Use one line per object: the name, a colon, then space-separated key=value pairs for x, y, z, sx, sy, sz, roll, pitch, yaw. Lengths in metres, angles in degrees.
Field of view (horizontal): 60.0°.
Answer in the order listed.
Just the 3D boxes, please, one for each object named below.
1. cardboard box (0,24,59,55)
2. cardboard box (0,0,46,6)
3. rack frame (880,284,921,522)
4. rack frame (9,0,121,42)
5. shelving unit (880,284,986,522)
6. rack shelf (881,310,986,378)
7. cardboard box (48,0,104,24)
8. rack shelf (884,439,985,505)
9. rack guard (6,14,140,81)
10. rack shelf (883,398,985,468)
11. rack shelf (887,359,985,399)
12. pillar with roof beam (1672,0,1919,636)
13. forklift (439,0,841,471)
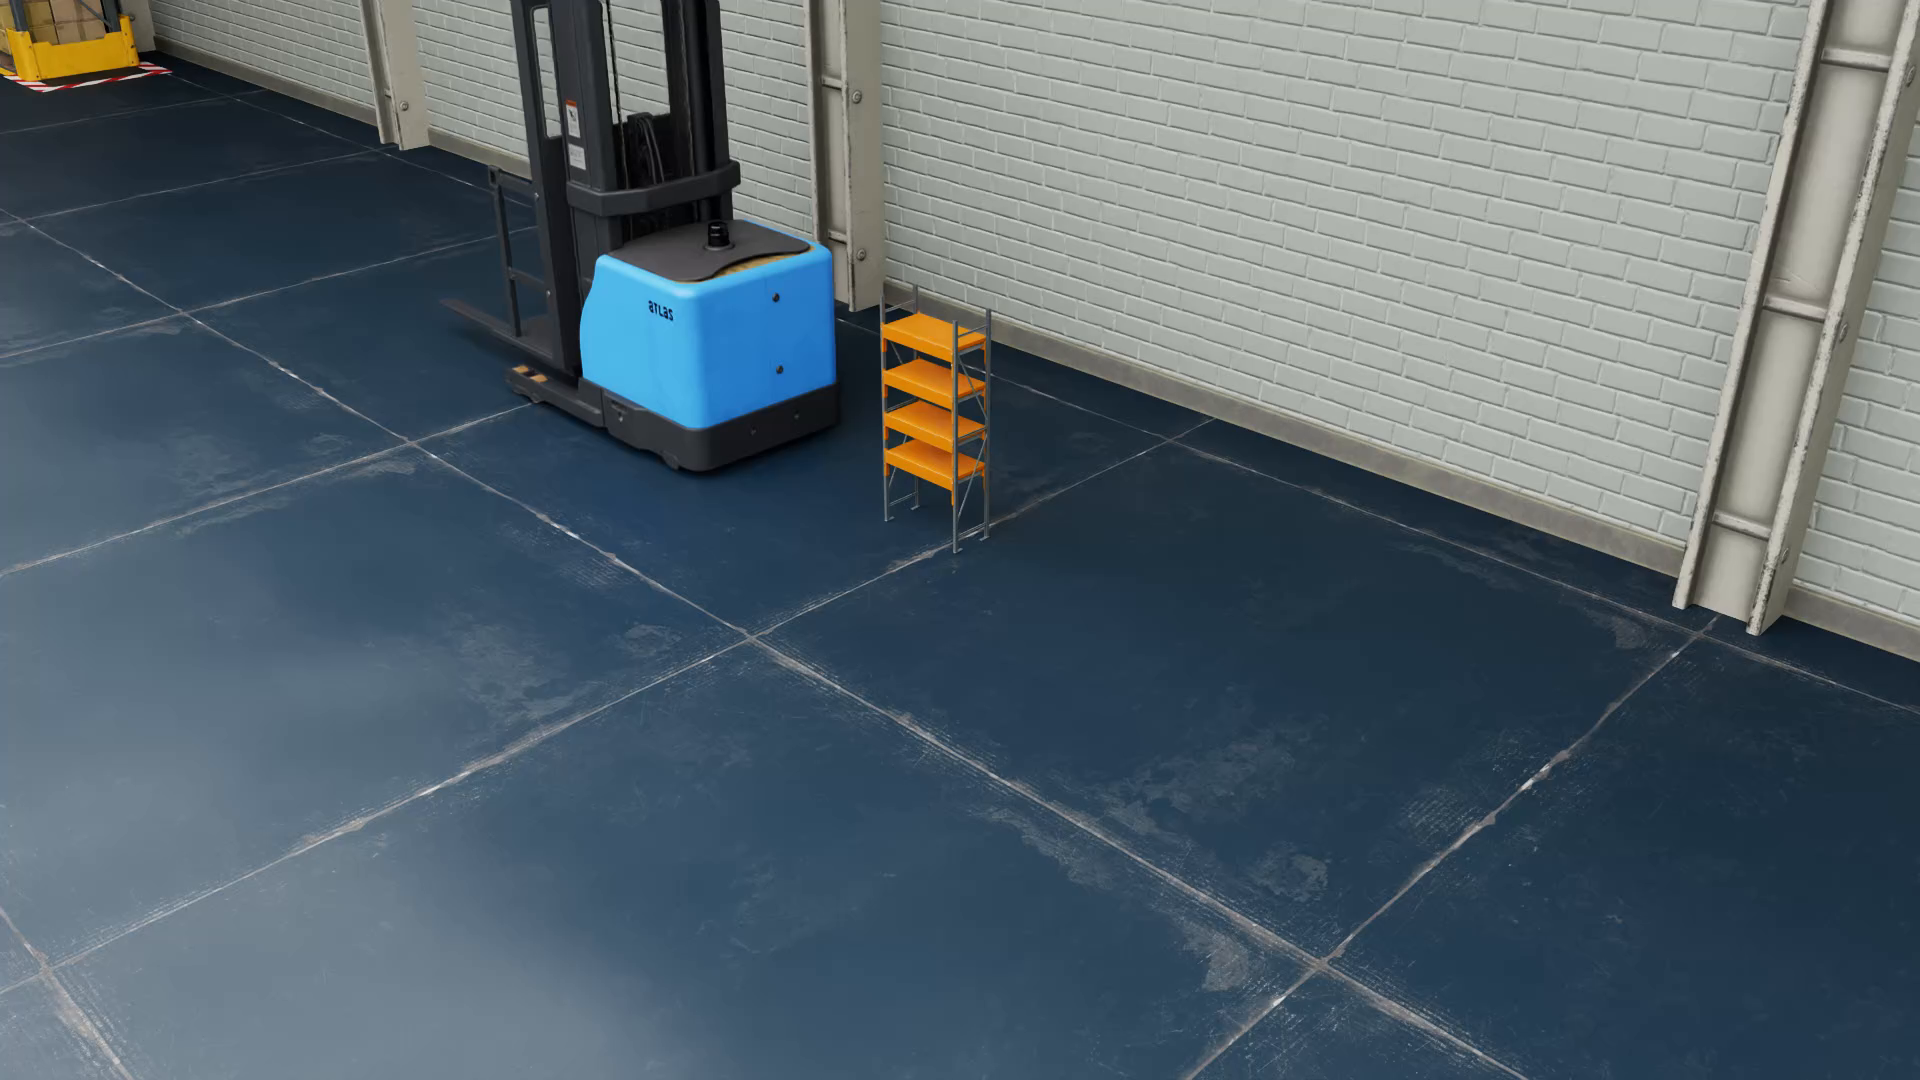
cardboard box: x=-9.994 y=-5.377 z=17.756 sx=0.500 sy=0.250 sz=0.500 roll=25 pitch=37 yaw=39
cardboard box: x=-9.984 y=-5.818 z=17.520 sx=0.500 sy=0.250 sz=0.500 roll=-24 pitch=36 yaw=-38
rack frame: x=-0.292 y=-0.665 z=8.225 sx=0.015 sy=1.200 sz=0.240 roll=25 pitch=36 yaw=38
rack frame: x=-15.431 y=-8.735 z=18.622 sx=12.086 sy=5.808 sz=5.935 roll=25 pitch=36 yaw=38
shelving unit: x=-0.122 y=-0.587 z=8.077 sx=0.492 sy=1.200 sz=0.258 roll=25 pitch=36 yaw=38
rack shelf: x=-0.118 y=-0.933 z=7.891 sx=0.480 sy=0.148 sz=0.258 roll=25 pitch=36 yaw=38
cardboard box: x=-9.627 y=-5.772 z=17.971 sx=0.500 sy=0.250 sz=0.500 roll=-25 pitch=36 yaw=-38
rack shelf: x=-0.118 y=-0.350 z=8.197 sx=0.480 sy=0.148 sz=0.258 roll=25 pitch=36 yaw=38
rack guard: x=-9.420 y=-5.246 z=17.689 sx=0.348 sy=0.500 sz=1.175 roll=25 pitch=36 yaw=38
rack shelf: x=-0.118 y=-0.526 z=8.105 sx=0.480 sy=0.148 sz=0.258 roll=25 pitch=36 yaw=38
rack shelf: x=-0.118 y=-0.771 z=7.976 sx=0.457 sy=0.021 sz=0.221 roll=25 pitch=36 yaw=38
pillar with roof beam: x=0.515 y=-2.239 z=2.840 sx=0.400 sy=9.000 sz=9.100 roll=25 pitch=36 yaw=38
forklift: x=-2.062 y=-2.250 z=9.380 sx=1.130 sy=2.935 sz=3.031 roll=-24 pitch=36 yaw=-38
